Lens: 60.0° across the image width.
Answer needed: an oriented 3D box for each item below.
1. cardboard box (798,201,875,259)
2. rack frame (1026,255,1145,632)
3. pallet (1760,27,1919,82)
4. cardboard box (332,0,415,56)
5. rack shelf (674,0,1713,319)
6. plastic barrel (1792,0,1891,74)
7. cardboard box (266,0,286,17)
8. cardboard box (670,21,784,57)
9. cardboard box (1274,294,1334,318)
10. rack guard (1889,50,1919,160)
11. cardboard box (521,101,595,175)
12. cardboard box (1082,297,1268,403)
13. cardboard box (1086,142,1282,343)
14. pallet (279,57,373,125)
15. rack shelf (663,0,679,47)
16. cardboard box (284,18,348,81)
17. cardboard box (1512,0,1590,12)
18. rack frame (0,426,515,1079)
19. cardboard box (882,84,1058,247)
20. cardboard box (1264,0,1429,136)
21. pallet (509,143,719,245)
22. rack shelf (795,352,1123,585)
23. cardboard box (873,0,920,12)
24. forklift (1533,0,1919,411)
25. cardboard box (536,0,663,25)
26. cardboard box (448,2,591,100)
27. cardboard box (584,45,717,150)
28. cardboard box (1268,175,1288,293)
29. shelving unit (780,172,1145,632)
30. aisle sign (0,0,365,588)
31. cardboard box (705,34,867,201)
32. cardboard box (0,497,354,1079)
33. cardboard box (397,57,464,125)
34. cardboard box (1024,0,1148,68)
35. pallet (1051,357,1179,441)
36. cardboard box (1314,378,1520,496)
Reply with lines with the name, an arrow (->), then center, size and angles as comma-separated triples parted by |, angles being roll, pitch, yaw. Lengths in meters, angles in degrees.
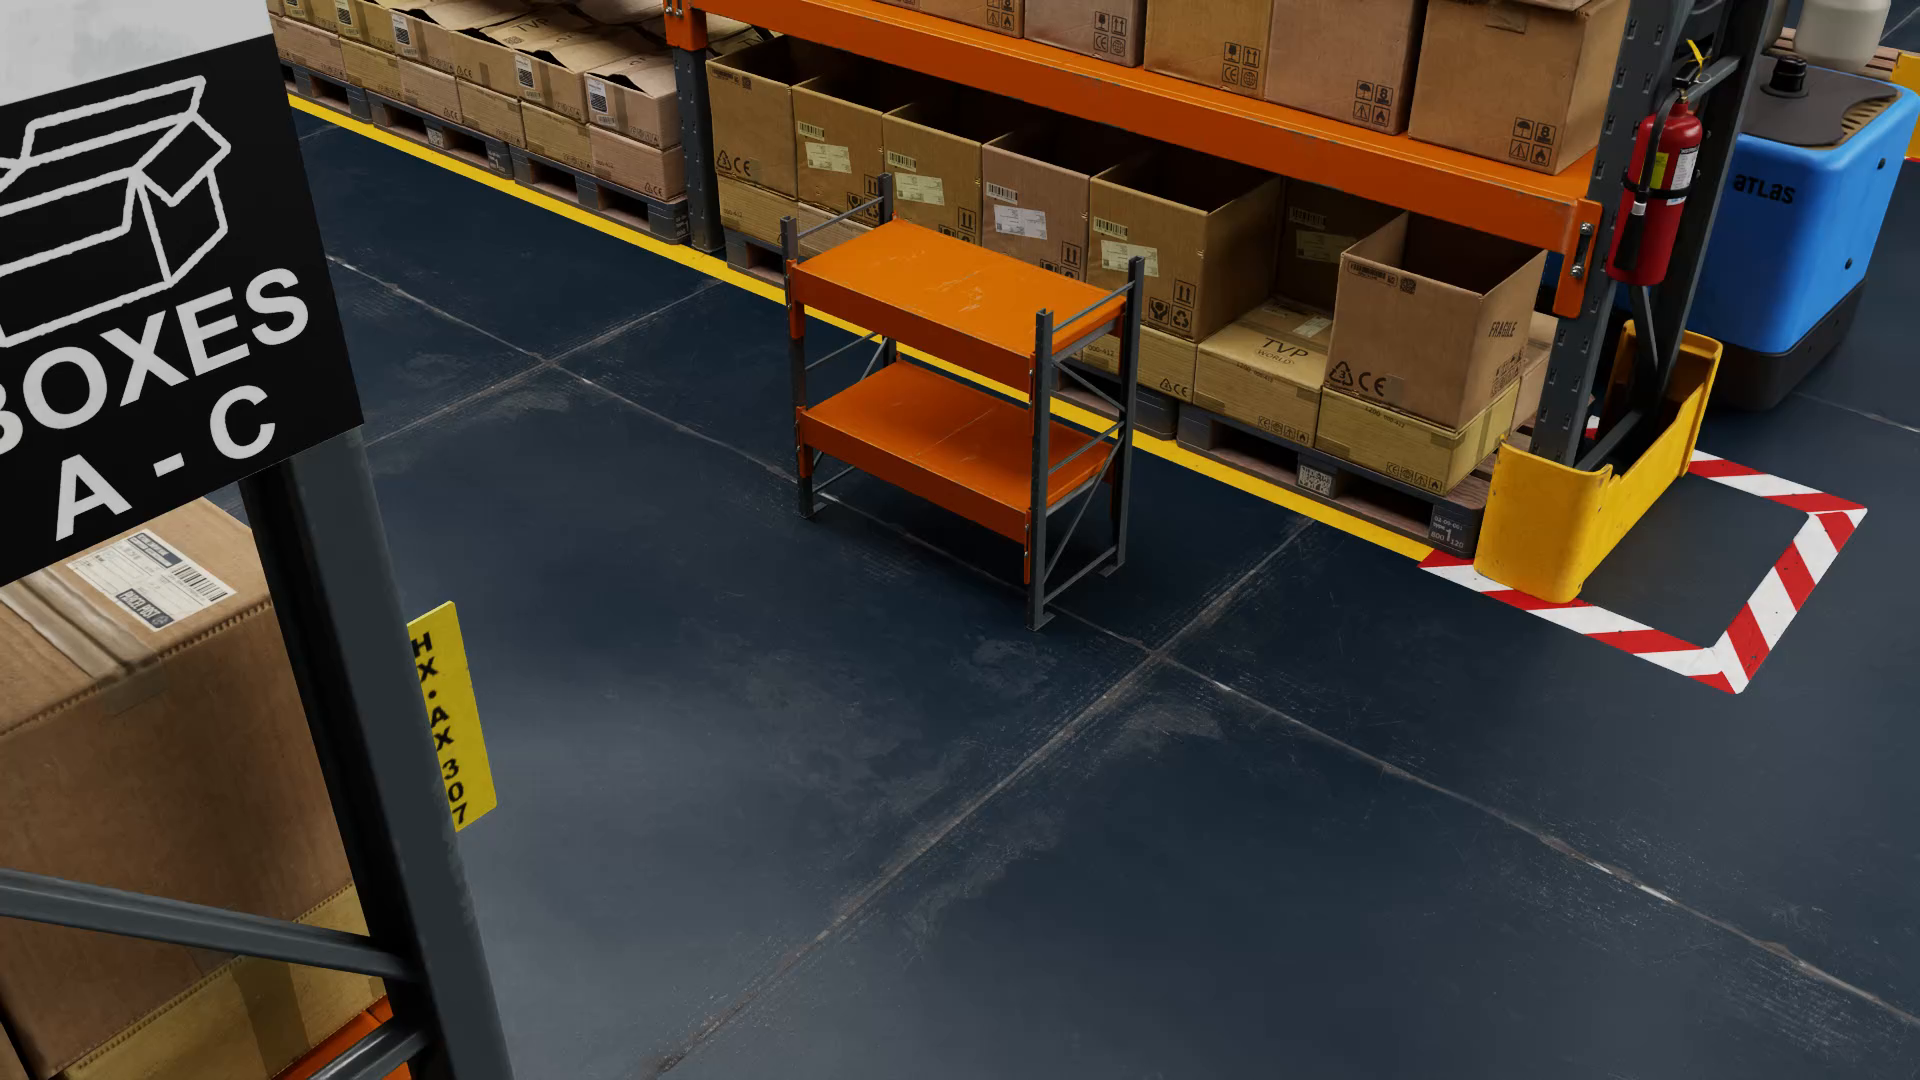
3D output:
cardboard box -> -0.337, -1.342, 7.113 | 0.500, 0.250, 0.500 | 25, 42, 32
rack frame -> 0.385, -0.282, 5.167 | 0.032, 1.125, 0.500 | 25, 42, 32
pallet -> 4.657, -2.645, 9.415 | 1.213, 0.211, 1.003 | 25, 42, 32
cardboard box -> -2.940, -2.816, 8.763 | 0.500, 0.311, 0.500 | 24, 41, 31
rack shelf -> 0.657, -1.765, 6.306 | 4.000, 0.370, 1.077 | 25, 42, 32
plastic barrel -> 4.812, -2.843, 9.067 | 0.421, 0.512, 0.421 | 0, 34, 0
cardboard box -> -3.739, -3.188, 9.305 | 0.500, 0.311, 0.500 | 27, 43, 33
cardboard box -> -1.038, -2.315, 8.034 | 0.500, 0.311, 0.500 | 25, 42, 32
cardboard box -> 1.538, -0.847, 6.392 | 0.500, 0.250, 0.500 | 25, 42, 32
rack guard -> 5.278, -2.467, 8.901 | 0.348, 0.500, 1.175 | 25, 42, 32
cardboard box -> -1.772, -2.034, 8.120 | 0.500, 0.250, 0.500 | 25, 41, 31
cardboard box -> 0.816, -0.799, 6.321 | 0.500, 0.250, 0.500 | 25, 42, 32
cardboard box -> 0.814, -1.106, 6.107 | 0.500, 0.500, 0.500 | 25, 42, 32
pallet -> -3.346, -2.770, 9.597 | 1.213, 0.211, 1.003 | 25, 42, 32
rack shelf -> -2.417, -3.214, 8.416 | 4.000, 0.370, 1.077 | 25, 42, 32
cardboard box -> -3.353, -2.775, 9.199 | 0.500, 0.250, 0.500 | 24, 41, 31
cardboard box -> 1.779, -1.701, 4.916 | 0.250, 0.149, 0.380 | 24, 41, 31
rack frame -> -0.970, 0.818, 1.909 | 0.053, 2.616, 0.949 | 25, 42, 32
cardboard box -> 0.045, -1.468, 6.634 | 0.500, 0.500, 0.500 | 25, 42, 32
cardboard box -> 1.437, -1.741, 5.547 | 0.500, 0.500, 0.700 | 26, 42, 33
pallet -> -1.471, -1.886, 8.310 | 1.213, 0.211, 1.003 | 25, 42, 32
rack shelf -> -0.005, -0.265, 5.574 | 1.000, 0.278, 0.538 | 25, 42, 32
cardboard box -> -0.125, -2.481, 6.625 | 0.500, 0.500, 0.700 | 25, 42, 31
forklift -> 2.273, -2.410, 6.670 | 3.031, 2.935, 1.130 | 27, 43, 34
cardboard box -> -1.818, -2.685, 8.573 | 0.500, 0.311, 0.500 | 24, 41, 30
cardboard box -> -2.160, -2.446, 8.225 | 0.500, 0.311, 0.500 | 25, 42, 32
cardboard box -> -1.375, -2.079, 7.690 | 0.500, 0.311, 0.500 | 25, 42, 32
cardboard box -> 1.146, -1.333, 6.436 | 0.500, 0.500, 0.500 | 25, 42, 32
shelving unit -> -0.005, -0.466, 5.435 | 1.048, 1.125, 0.538 | 25, 42, 32
aisle sign -> -0.725, -0.357, 1.323 | 0.004, 0.787, 0.394 | 25, 42, 32
cardboard box -> -0.724, -1.831, 7.161 | 0.500, 0.500, 0.500 | 25, 42, 32
cardboard box -> -1.147, 0.260, 2.174 | 0.500, 0.500, 0.500 | 25, 42, 32
cardboard box -> -2.555, -2.404, 8.658 | 0.500, 0.250, 0.500 | 26, 42, 33
cardboard box -> 0.652, -2.113, 6.088 | 0.500, 0.500, 0.700 | 27, 43, 33
pallet -> 0.646, -0.888, 6.857 | 1.213, 0.211, 1.003 | 25, 42, 32
cardboard box -> 1.593, -0.442, 5.803 | 0.500, 0.250, 0.500 | 25, 42, 32
